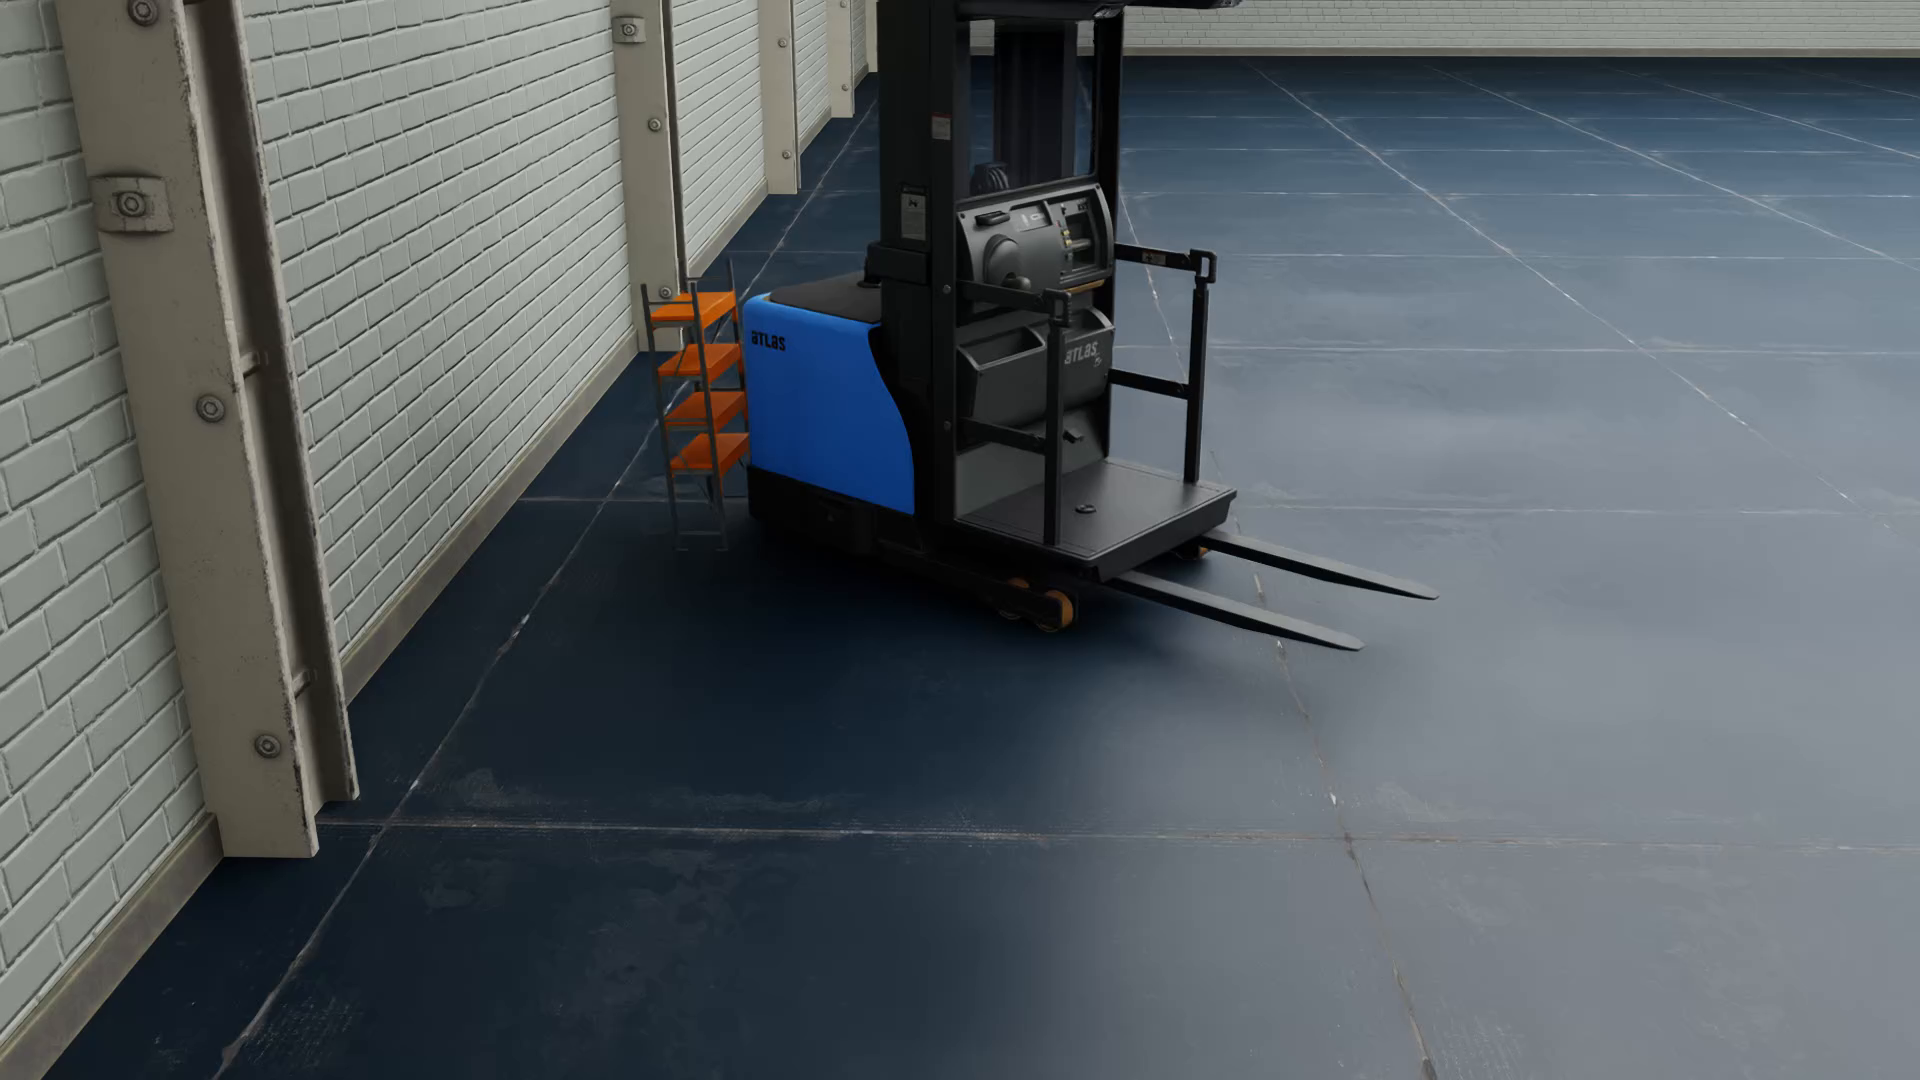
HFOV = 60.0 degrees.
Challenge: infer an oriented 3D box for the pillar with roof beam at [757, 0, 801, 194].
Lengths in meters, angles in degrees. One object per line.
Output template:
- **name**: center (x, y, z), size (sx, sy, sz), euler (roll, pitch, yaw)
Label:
- **pillar with roof beam**: center (2.555, -7.596, 14.667), size (9.100, 9.000, 0.400), euler (1, 21, 2)

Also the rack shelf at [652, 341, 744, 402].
- **rack shelf**: center (-1.150, -0.746, 7.339), size (0.258, 0.148, 0.480), euler (0, 21, 11)

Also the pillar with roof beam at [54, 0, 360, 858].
- **pillar with roof beam**: center (2.190, -3.258, 3.484), size (9.100, 9.000, 0.400), euler (1, 21, 2)

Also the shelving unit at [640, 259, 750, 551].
- **shelving unit**: center (-1.140, -0.600, 7.394), size (0.258, 1.200, 0.503), euler (0, 21, 11)

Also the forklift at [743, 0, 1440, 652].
- **forklift**: center (0.477, -1.214, 6.606), size (3.031, 2.935, 1.130), euler (17, 27, 37)

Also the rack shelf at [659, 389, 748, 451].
- **rack shelf**: center (-1.135, -0.537, 7.418), size (0.258, 0.148, 0.480), euler (0, 21, 11)

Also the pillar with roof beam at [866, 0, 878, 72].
- **pillar with roof beam**: center (2.920, -11.935, 25.849), size (9.100, 9.000, 0.400), euler (1, 21, 2)

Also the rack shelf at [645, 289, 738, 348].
- **rack shelf**: center (-1.166, -0.967, 7.257), size (0.258, 0.148, 0.480), euler (0, 21, 11)

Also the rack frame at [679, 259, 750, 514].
- **rack frame**: center (-1.097, -0.687, 7.618), size (0.240, 1.200, 0.015), euler (0, 21, 11)

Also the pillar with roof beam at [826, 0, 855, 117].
- **pillar with roof beam**: center (2.738, -9.766, 20.258), size (9.100, 9.000, 0.400), euler (1, 21, 2)

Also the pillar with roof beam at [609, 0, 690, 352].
- **pillar with roof beam**: center (2.373, -5.427, 9.076), size (9.100, 9.000, 0.400), euler (1, 21, 2)

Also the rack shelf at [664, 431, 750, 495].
- **rack shelf**: center (-1.122, -0.352, 7.487), size (0.258, 0.148, 0.480), euler (0, 21, 11)

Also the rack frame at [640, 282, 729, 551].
- **rack frame**: center (-1.183, -0.513, 7.170), size (0.240, 1.200, 0.015), euler (0, 21, 11)
